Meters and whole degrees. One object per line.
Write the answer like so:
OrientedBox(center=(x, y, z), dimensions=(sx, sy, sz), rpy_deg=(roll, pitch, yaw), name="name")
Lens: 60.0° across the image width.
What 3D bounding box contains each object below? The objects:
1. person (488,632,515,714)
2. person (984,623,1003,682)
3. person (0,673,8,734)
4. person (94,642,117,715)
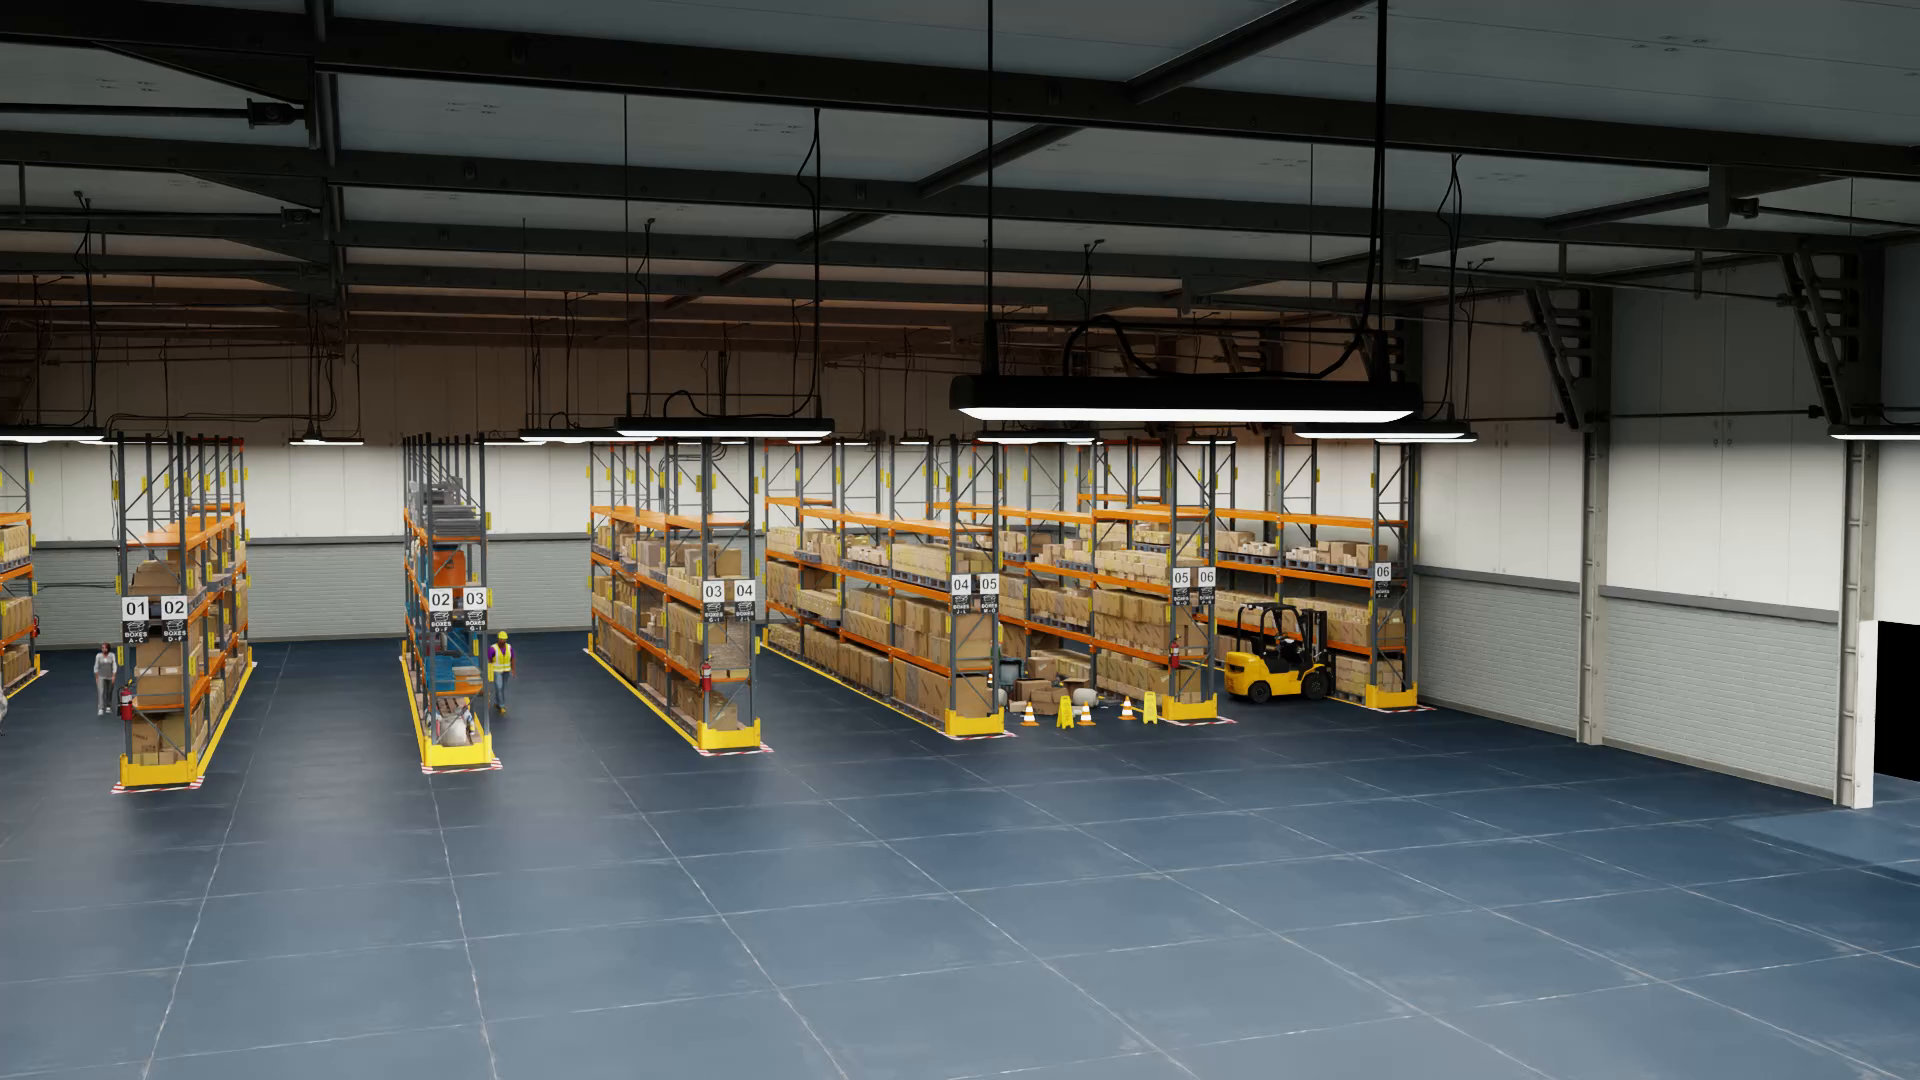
OrientedBox(center=(-9.900, 2.841, 35.959), dimensions=(0.592, 1.720, 0.951), rpy_deg=(-3, 4, -45), name="person")
OrientedBox(center=(0.797, 2.609, 40.265), dimensions=(0.588, 1.808, 0.543), rpy_deg=(-2, 4, -31), name="person")
OrientedBox(center=(-19.079, 3.012, 32.693), dimensions=(0.571, 1.778, 0.513), rpy_deg=(0, 3, -4), name="person")
OrientedBox(center=(-18.243, 2.958, 35.508), dimensions=(0.434, 1.546, 0.967), rpy_deg=(-2, 4, -34), name="person")
